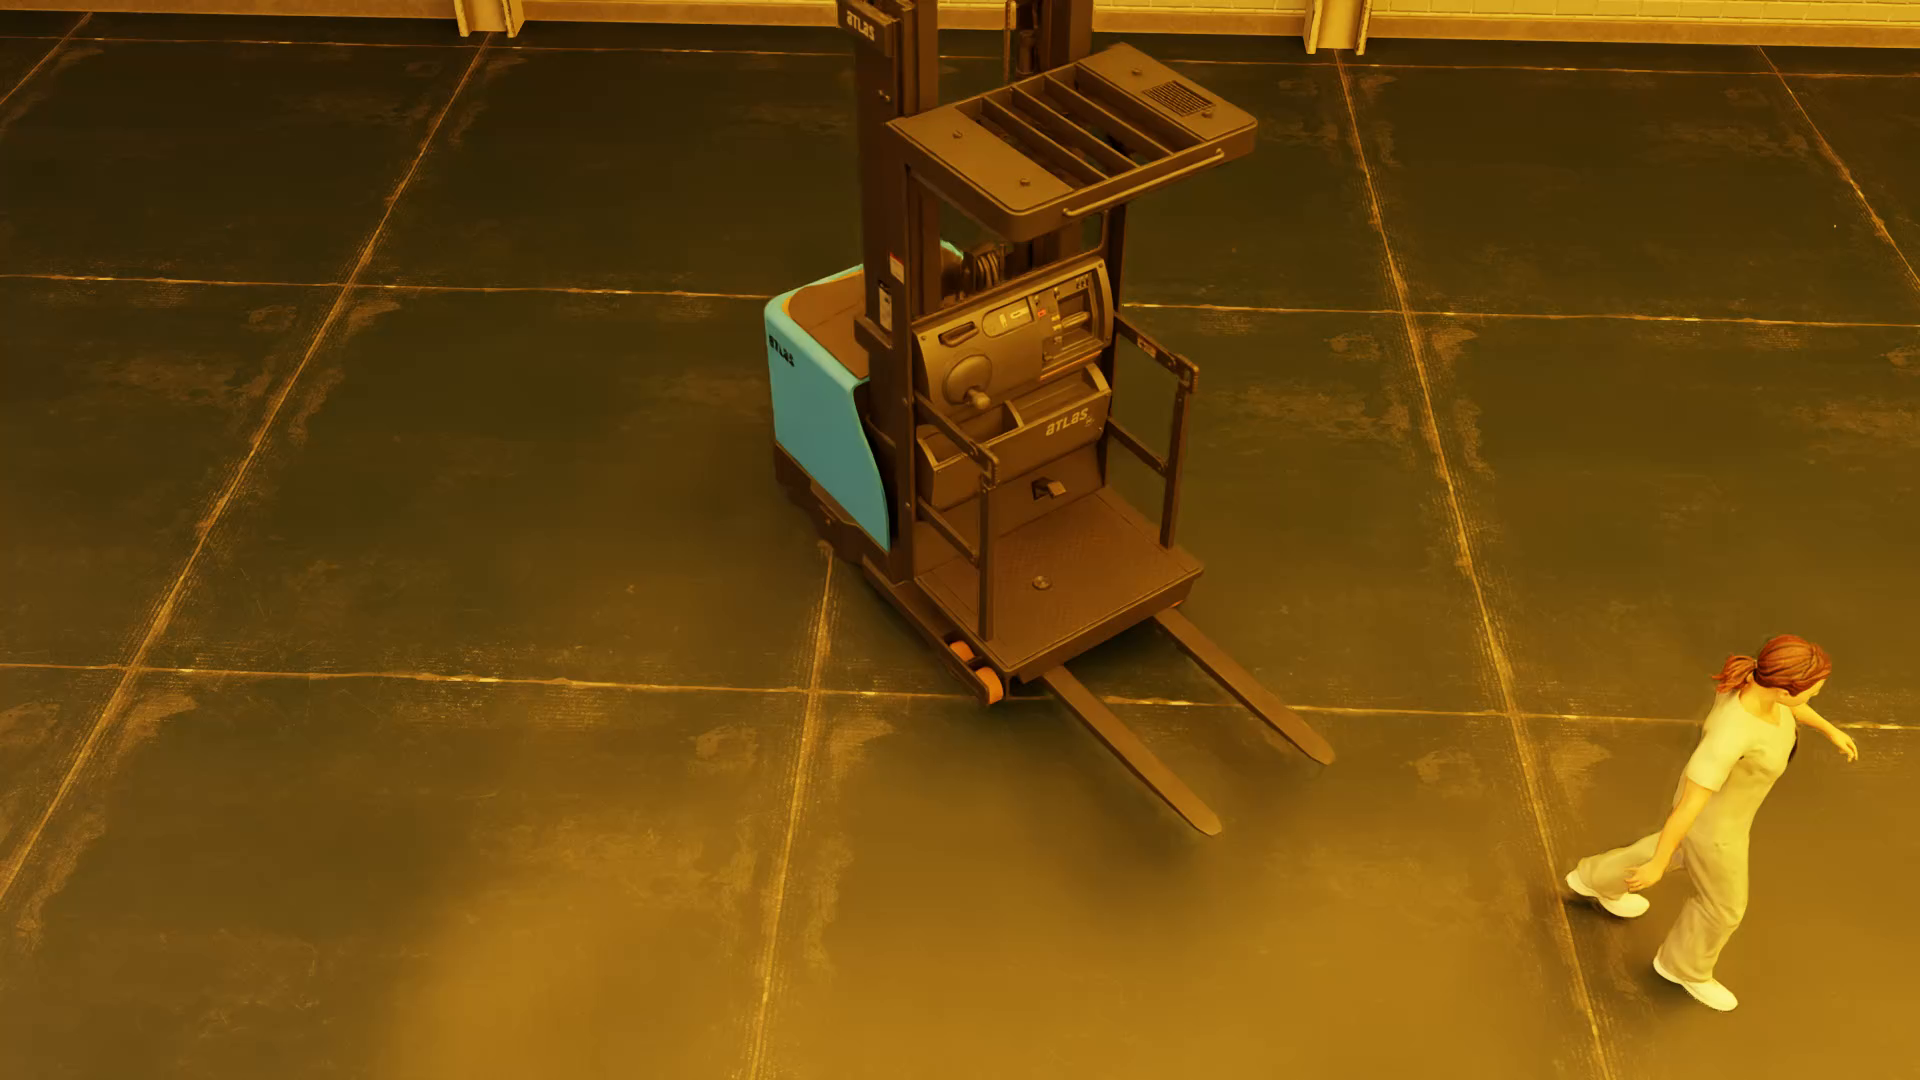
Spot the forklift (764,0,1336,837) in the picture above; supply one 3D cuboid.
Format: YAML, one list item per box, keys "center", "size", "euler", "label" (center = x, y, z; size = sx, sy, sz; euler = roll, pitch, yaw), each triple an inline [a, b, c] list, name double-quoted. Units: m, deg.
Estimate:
- center: [0.356, -0.748, 6.561]
  size: [1.130, 2.935, 3.031]
  euler: [-26, 48, -25]
  label: "forklift"

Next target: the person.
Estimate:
- center: [2.581, 0.933, 5.675]
  size: [0.720, 1.659, 0.823]
  euler: [21, 47, 22]
  label: "person"
